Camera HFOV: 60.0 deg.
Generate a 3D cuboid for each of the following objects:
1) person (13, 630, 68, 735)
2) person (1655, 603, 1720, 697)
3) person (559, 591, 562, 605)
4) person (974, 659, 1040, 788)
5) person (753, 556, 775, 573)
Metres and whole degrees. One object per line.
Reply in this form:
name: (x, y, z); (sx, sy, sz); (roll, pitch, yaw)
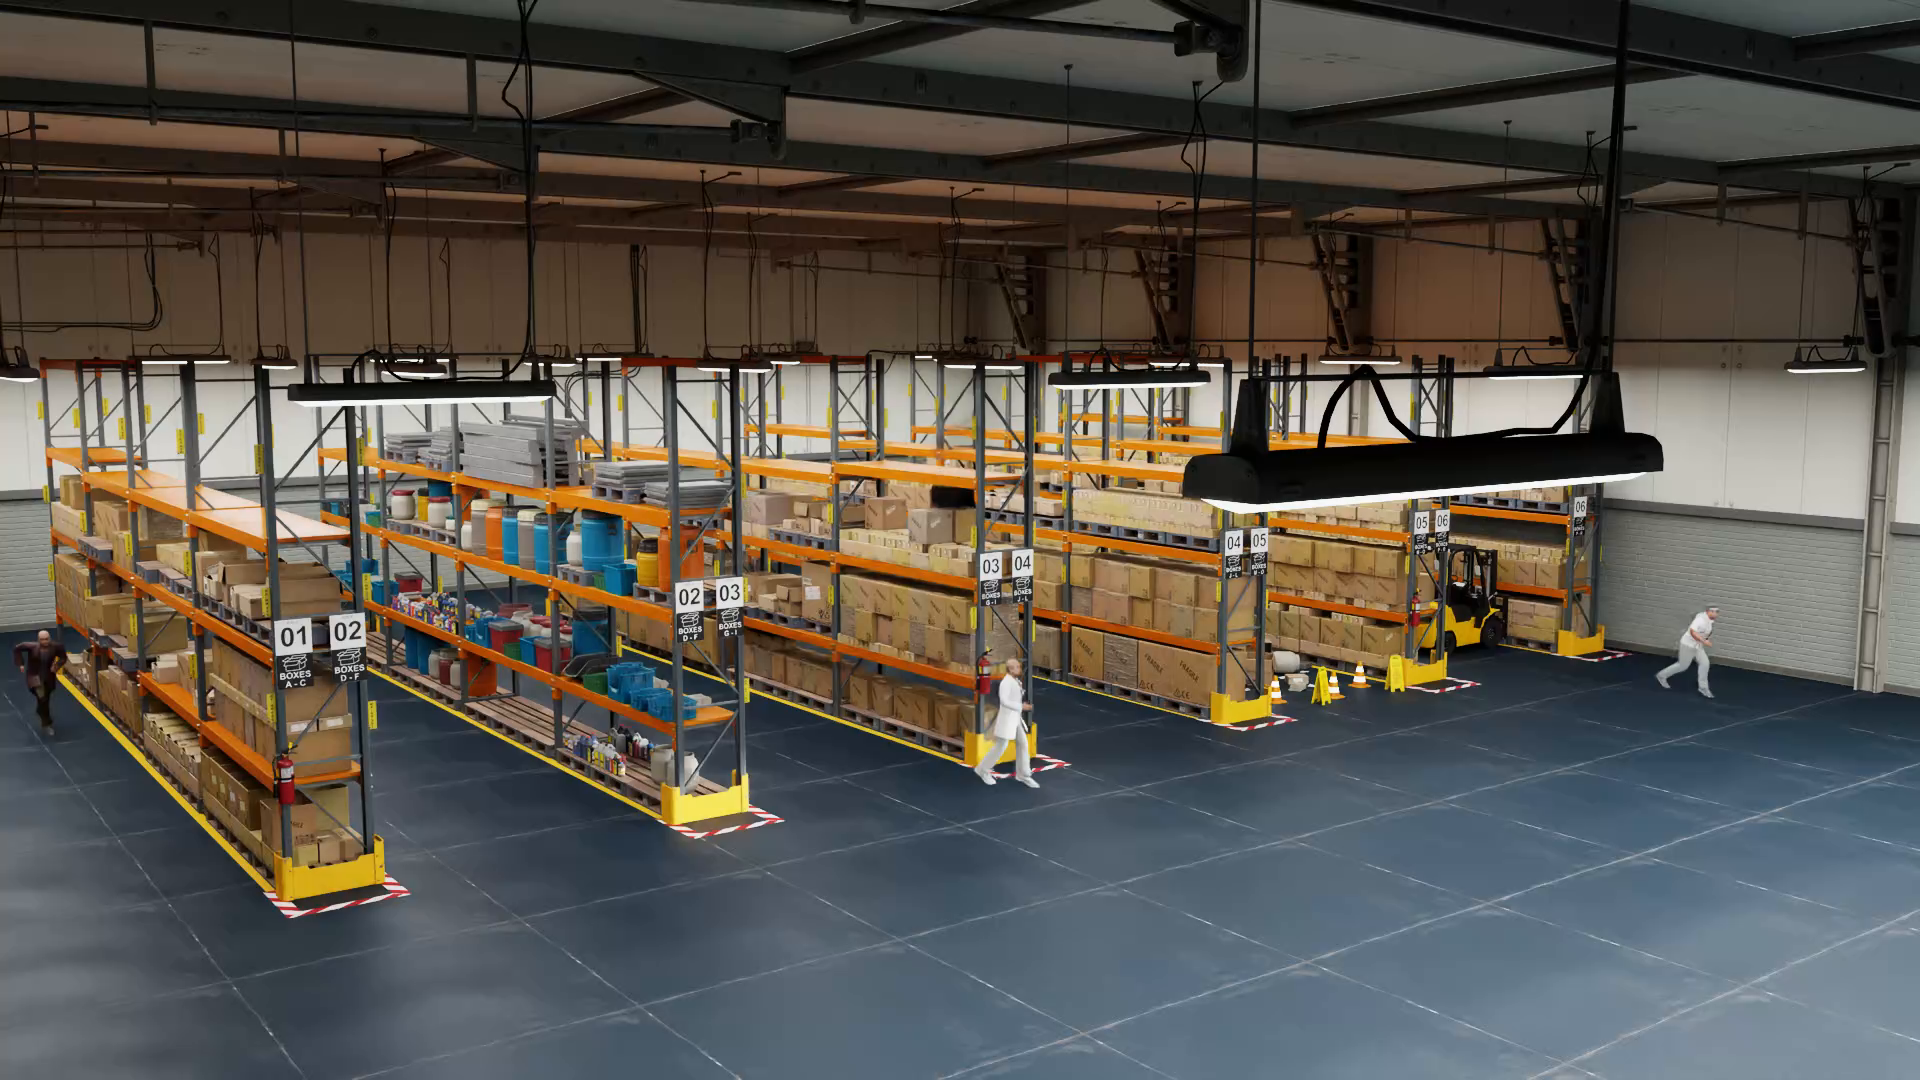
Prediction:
person: (-14.947, 2.280, 27.038); (0.752, 1.744, 1.056); (-5, 9, -38)
person: (13.066, 1.947, 29.869); (1.023, 1.719, 0.702); (5, 8, 35)
person: (-9.306, 0.797, 39.293); (0.829, 1.698, 0.579); (-1, 7, -11)
person: (0.700, 2.602, 23.715); (0.921, 1.827, 0.743); (2, 7, 20)
person: (-5.158, 0.295, 43.151); (0.672, 1.728, 0.975); (2, 7, 19)
